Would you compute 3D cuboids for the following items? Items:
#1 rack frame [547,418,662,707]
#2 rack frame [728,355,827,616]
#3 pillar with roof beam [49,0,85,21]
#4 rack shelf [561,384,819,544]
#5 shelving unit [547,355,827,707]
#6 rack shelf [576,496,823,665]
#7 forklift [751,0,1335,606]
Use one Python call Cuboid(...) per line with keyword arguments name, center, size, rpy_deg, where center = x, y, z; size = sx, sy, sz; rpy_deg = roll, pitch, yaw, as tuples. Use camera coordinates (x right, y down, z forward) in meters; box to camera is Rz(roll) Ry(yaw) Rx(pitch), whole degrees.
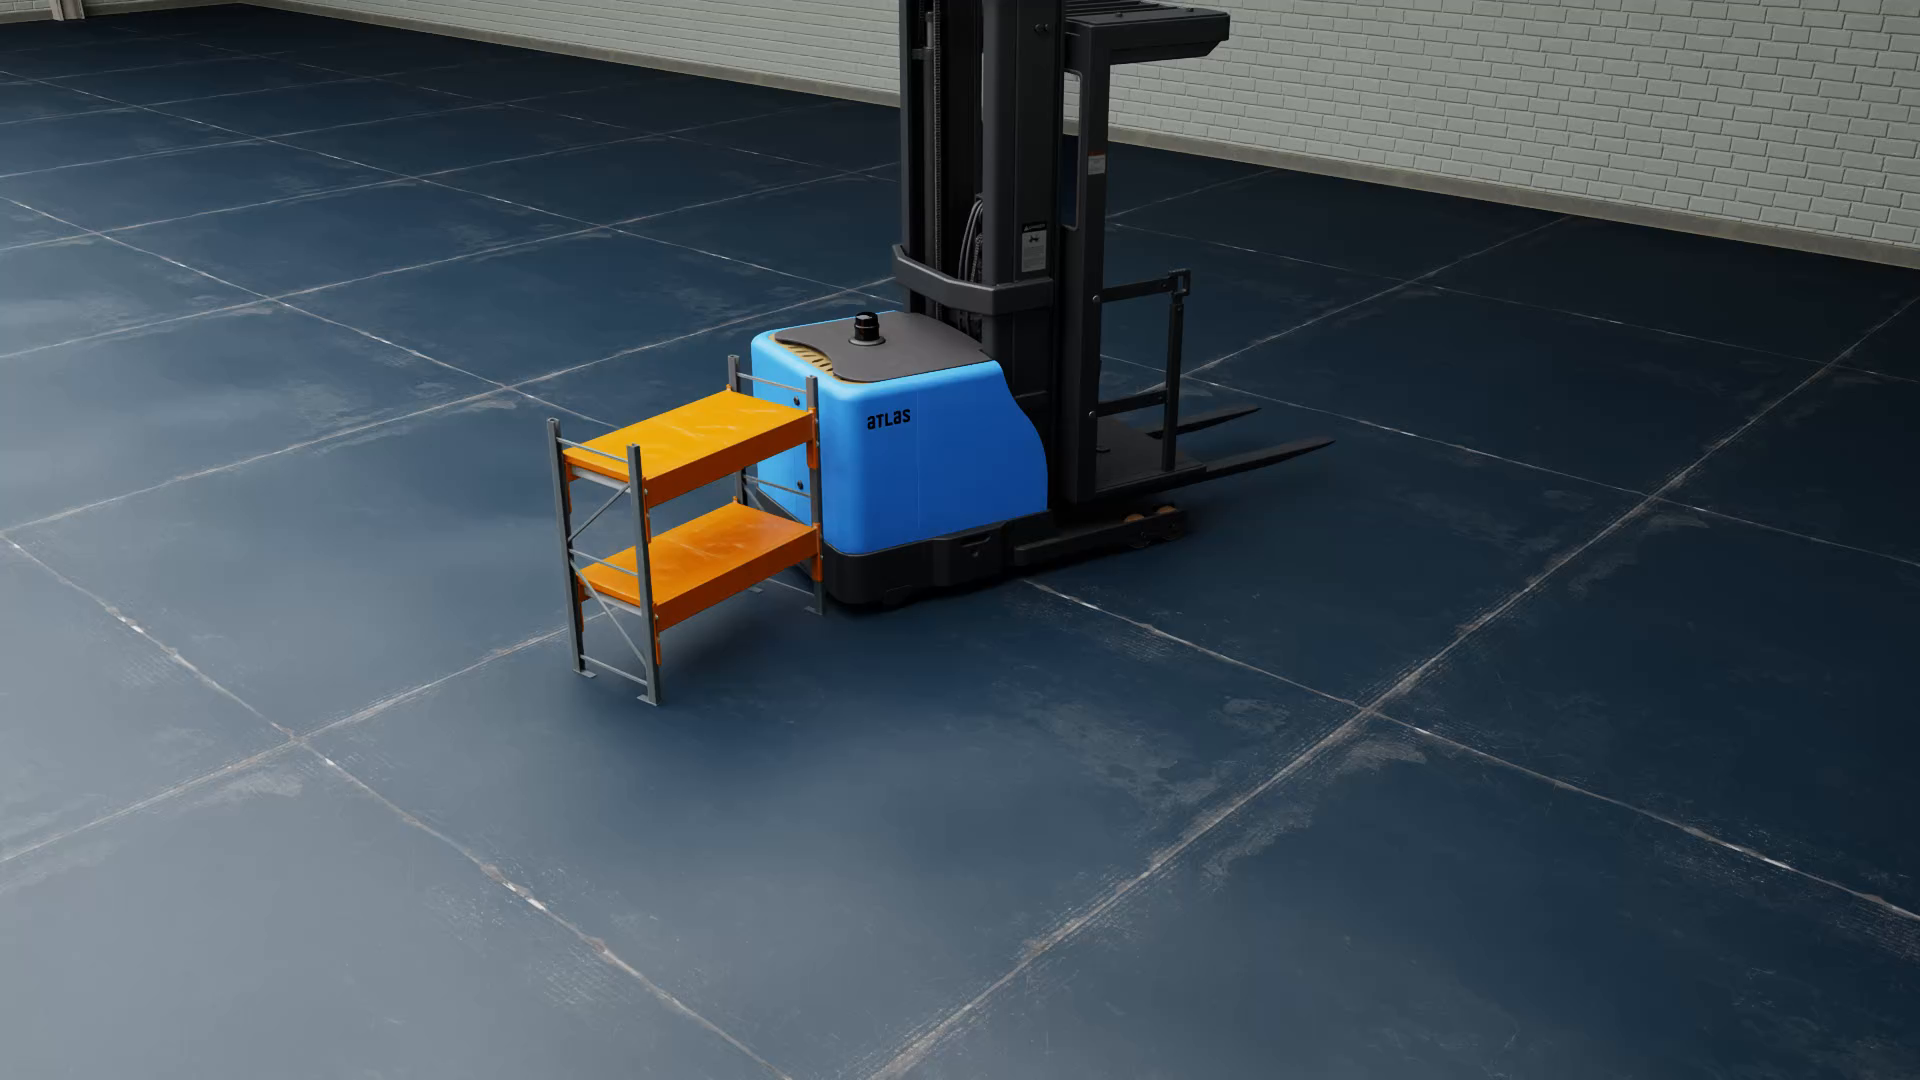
Cuboid(name="rack frame", center=(-1.422, 0.096, 6.661), size=(0.500, 1.125, 0.032), rpy_deg=(17, 29, 33))
Cuboid(name="rack frame", center=(-0.811, -0.236, 7.402), size=(0.500, 1.125, 0.032), rpy_deg=(17, 29, 33))
Cuboid(name="pillar with roof beam", center=(-11.491, -11.531, 22.969), size=(9.100, 9.000, 0.400), rpy_deg=(20, 31, 38))
Cuboid(name="rack shelf", center=(-1.117, -0.337, 6.912), size=(0.538, 0.278, 1.000), rpy_deg=(17, 29, 33))
Cuboid(name="shelving unit", center=(-1.117, -0.070, 7.031), size=(0.538, 1.125, 1.048), rpy_deg=(17, 29, 33))
Cuboid(name="rack shelf", center=(-1.117, 0.153, 7.131), size=(0.538, 0.278, 1.000), rpy_deg=(17, 29, 33))
Cuboid(name="forklift", center=(0.537, -1.468, 7.942), size=(3.031, 2.935, 1.130), rpy_deg=(-14, 28, -28))
